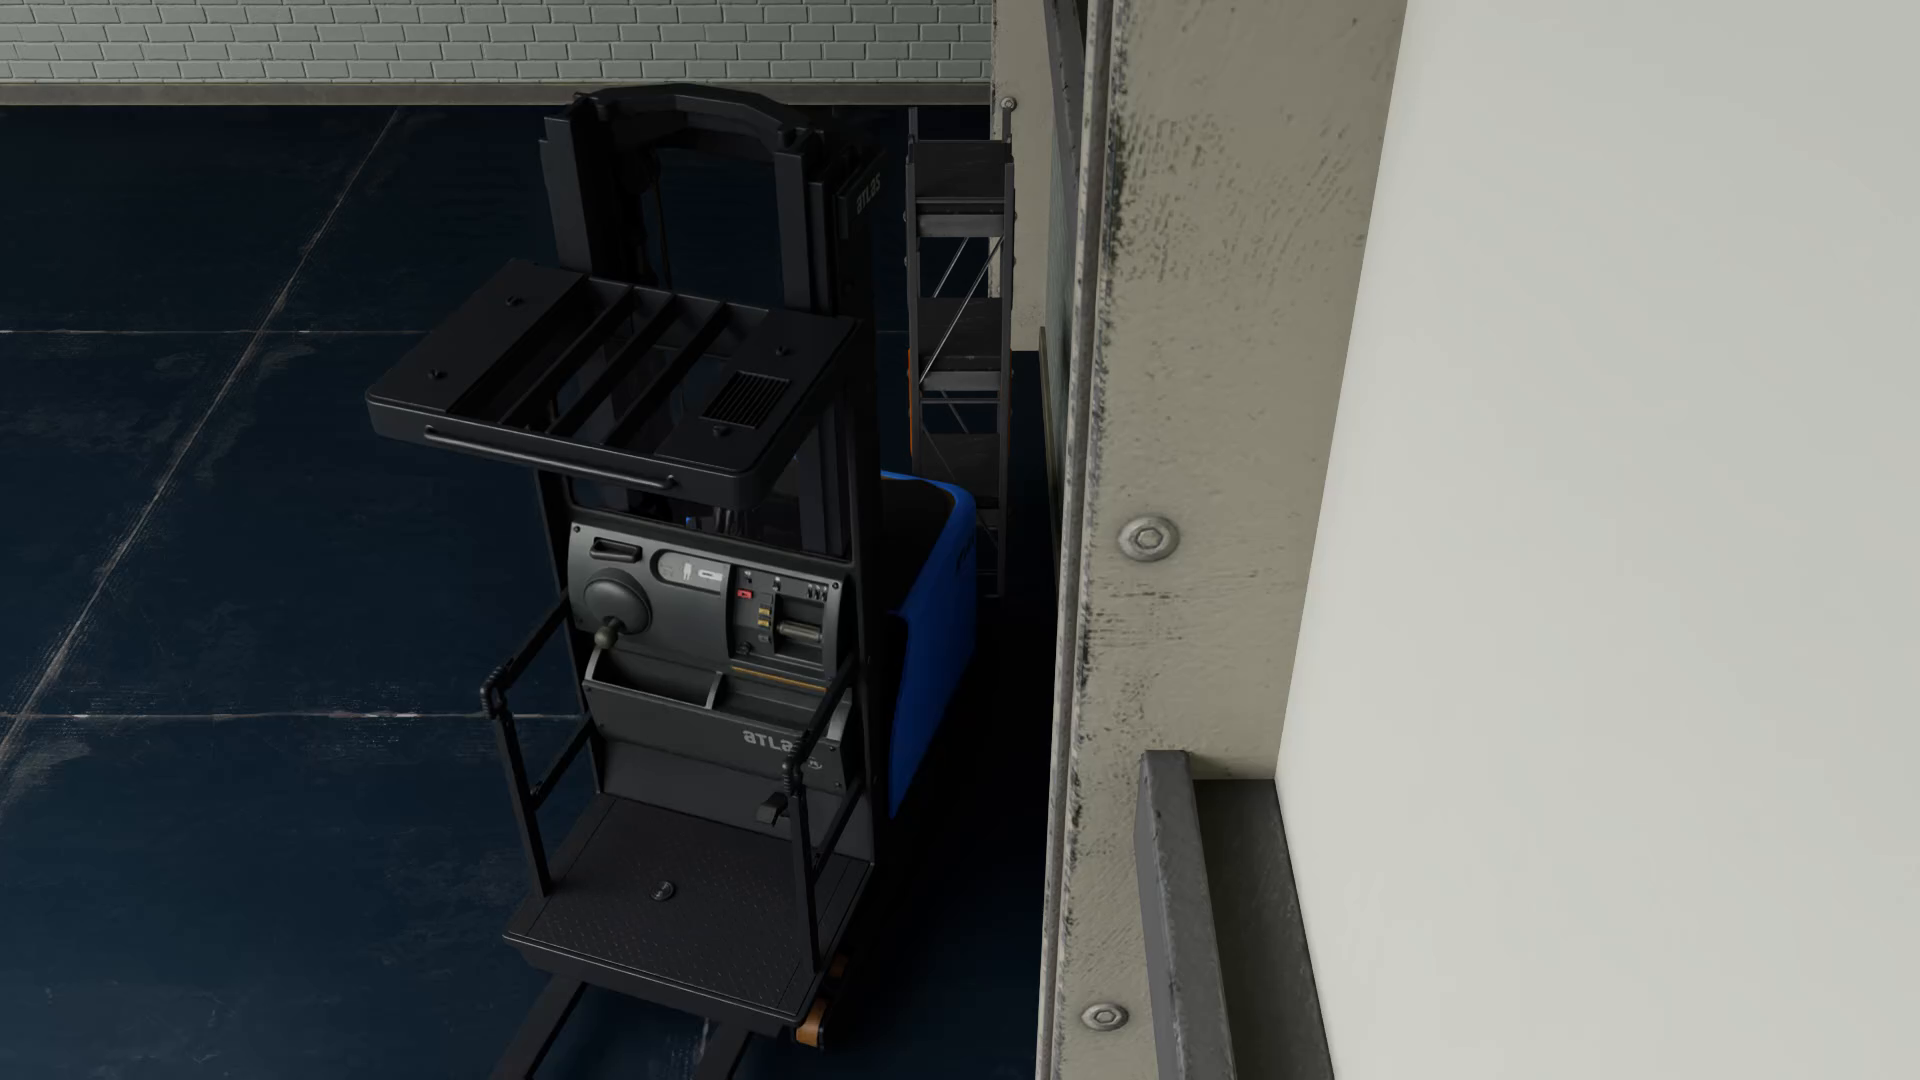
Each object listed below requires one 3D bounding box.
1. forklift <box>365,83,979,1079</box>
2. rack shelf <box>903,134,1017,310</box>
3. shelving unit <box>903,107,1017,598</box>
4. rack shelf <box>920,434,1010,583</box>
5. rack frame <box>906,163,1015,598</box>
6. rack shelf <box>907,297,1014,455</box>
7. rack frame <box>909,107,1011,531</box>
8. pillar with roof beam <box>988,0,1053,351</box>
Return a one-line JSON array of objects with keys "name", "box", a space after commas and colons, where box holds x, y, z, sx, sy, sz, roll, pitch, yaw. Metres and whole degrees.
[{"name": "forklift", "box": [-0.870, 0.276, 5.062, 1.130, 2.935, 3.031, 12, 40, 14]}, {"name": "rack shelf", "box": [0.000, -1.251, 6.535, 0.431, 0.518, 0.480, 0, 39, 0]}, {"name": "shelving unit", "box": [0.000, -0.716, 6.964, 0.431, 2.100, 0.503, 0, 39, 0]}, {"name": "rack shelf", "box": [0.000, -0.159, 7.410, 0.431, 0.518, 0.480, 0, 39, 0]}, {"name": "rack frame", "box": [0.000, -0.563, 6.774, 0.400, 2.100, 0.015, 0, 39, 0]}, {"name": "rack shelf", "box": [0.000, -0.705, 6.973, 0.431, 0.518, 0.480, 0, 39, 0]}, {"name": "rack frame", "box": [0.000, -0.868, 7.155, 0.400, 2.100, 0.015, 0, 39, 0]}, {"name": "pillar with roof beam", "box": [-3.994, -4.662, 6.372, 9.100, 9.000, 0.400, 0, 39, 0]}]
